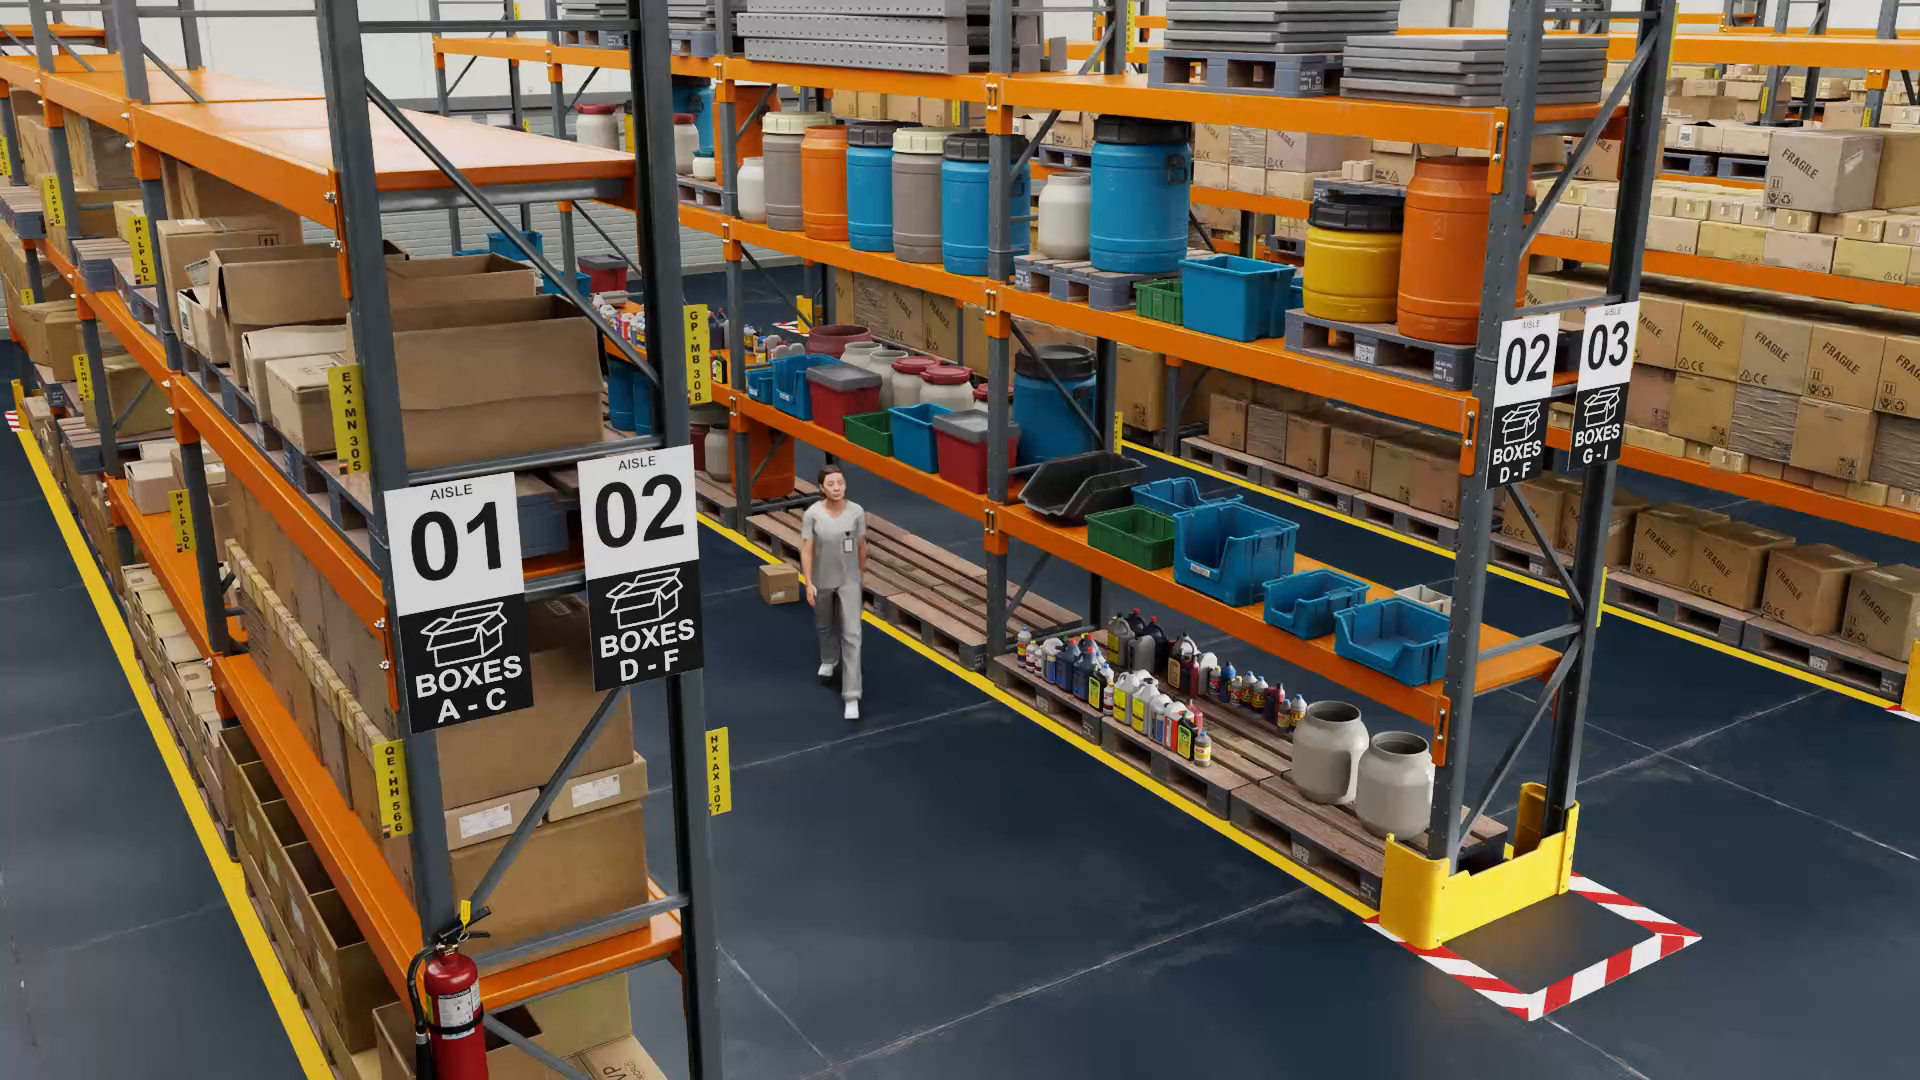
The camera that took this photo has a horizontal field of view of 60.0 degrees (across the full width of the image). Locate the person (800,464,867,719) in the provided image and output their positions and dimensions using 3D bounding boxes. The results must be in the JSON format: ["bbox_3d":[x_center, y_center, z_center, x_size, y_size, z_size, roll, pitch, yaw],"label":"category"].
[{"bbox_3d":[-0.843,0.286,11.148,0.439,1.605,1.034,-1,18,-2],"label":"person"}]
